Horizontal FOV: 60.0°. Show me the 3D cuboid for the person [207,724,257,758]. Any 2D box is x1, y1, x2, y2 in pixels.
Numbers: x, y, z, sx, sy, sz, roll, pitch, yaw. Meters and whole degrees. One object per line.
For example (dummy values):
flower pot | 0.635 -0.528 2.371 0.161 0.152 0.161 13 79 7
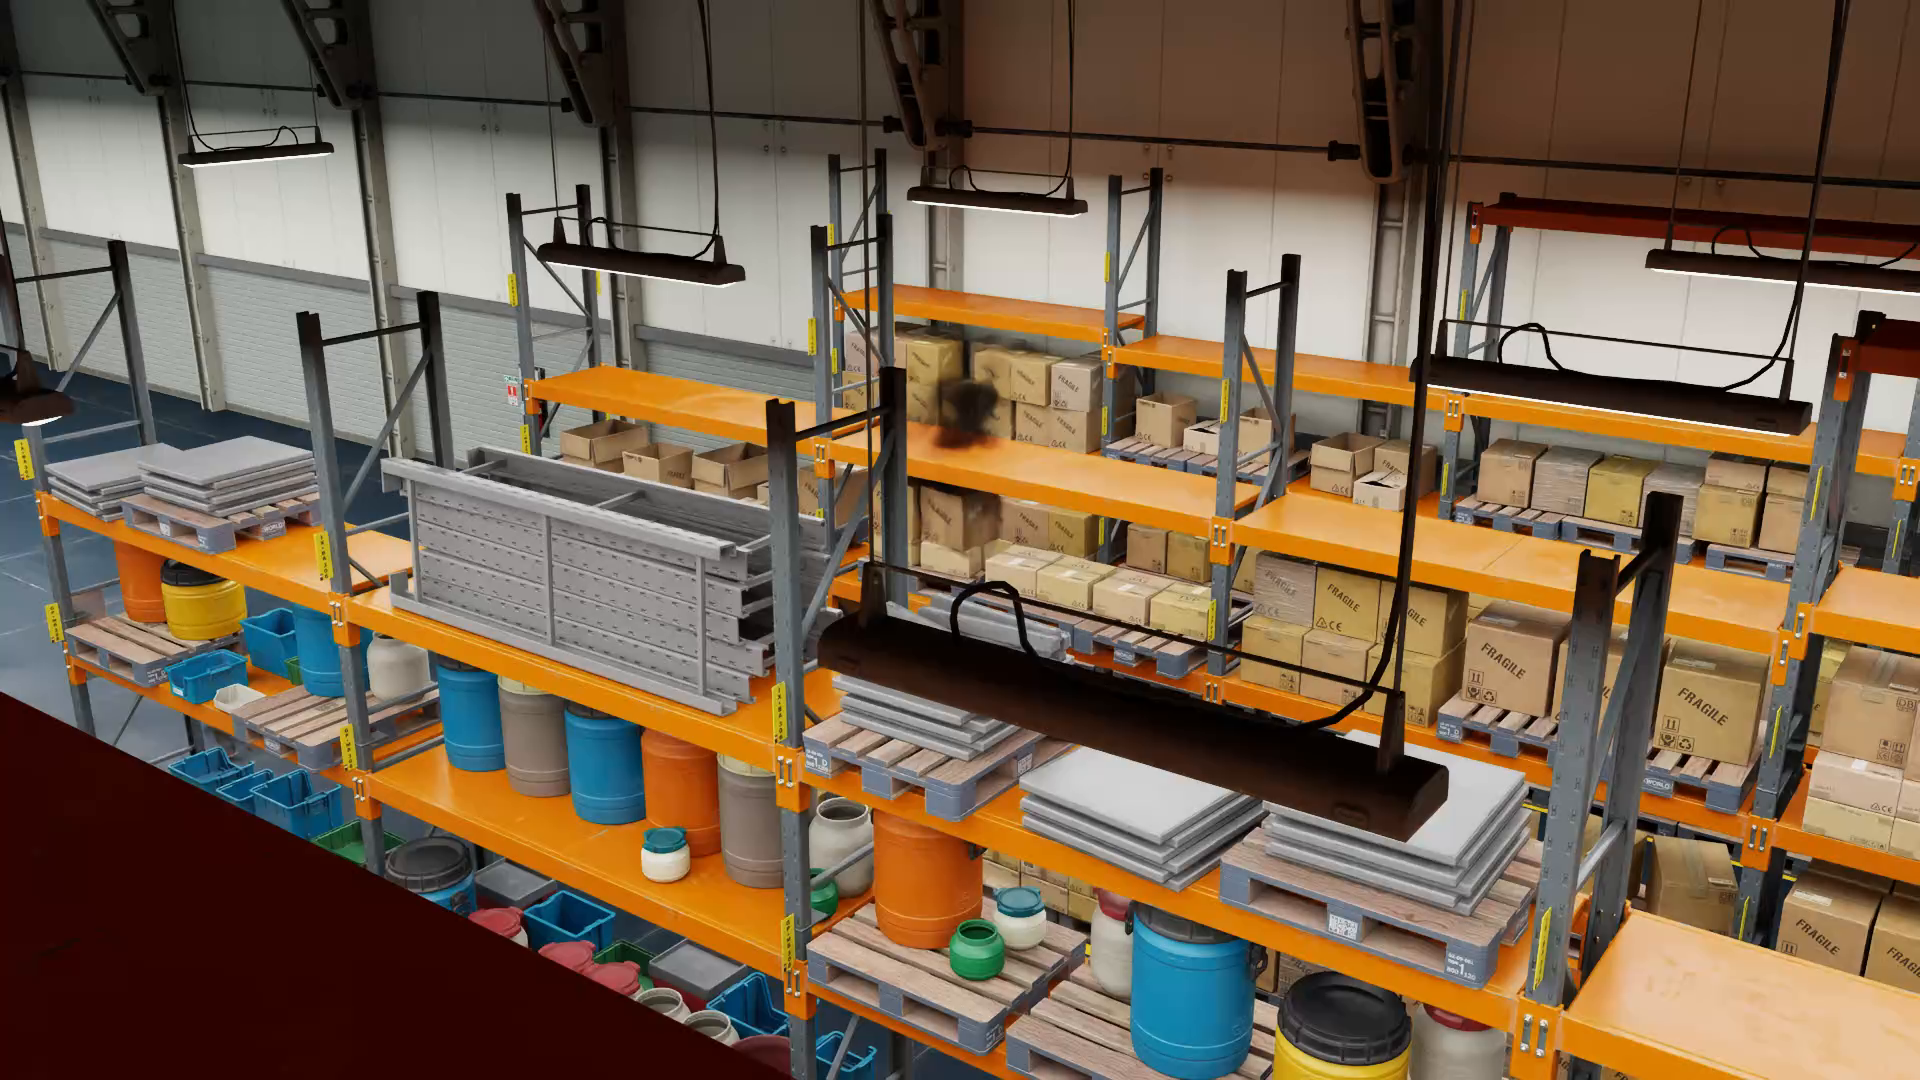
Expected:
person | -7.874 1.584 17.851 0.571 1.630 0.586 -9 21 -26
